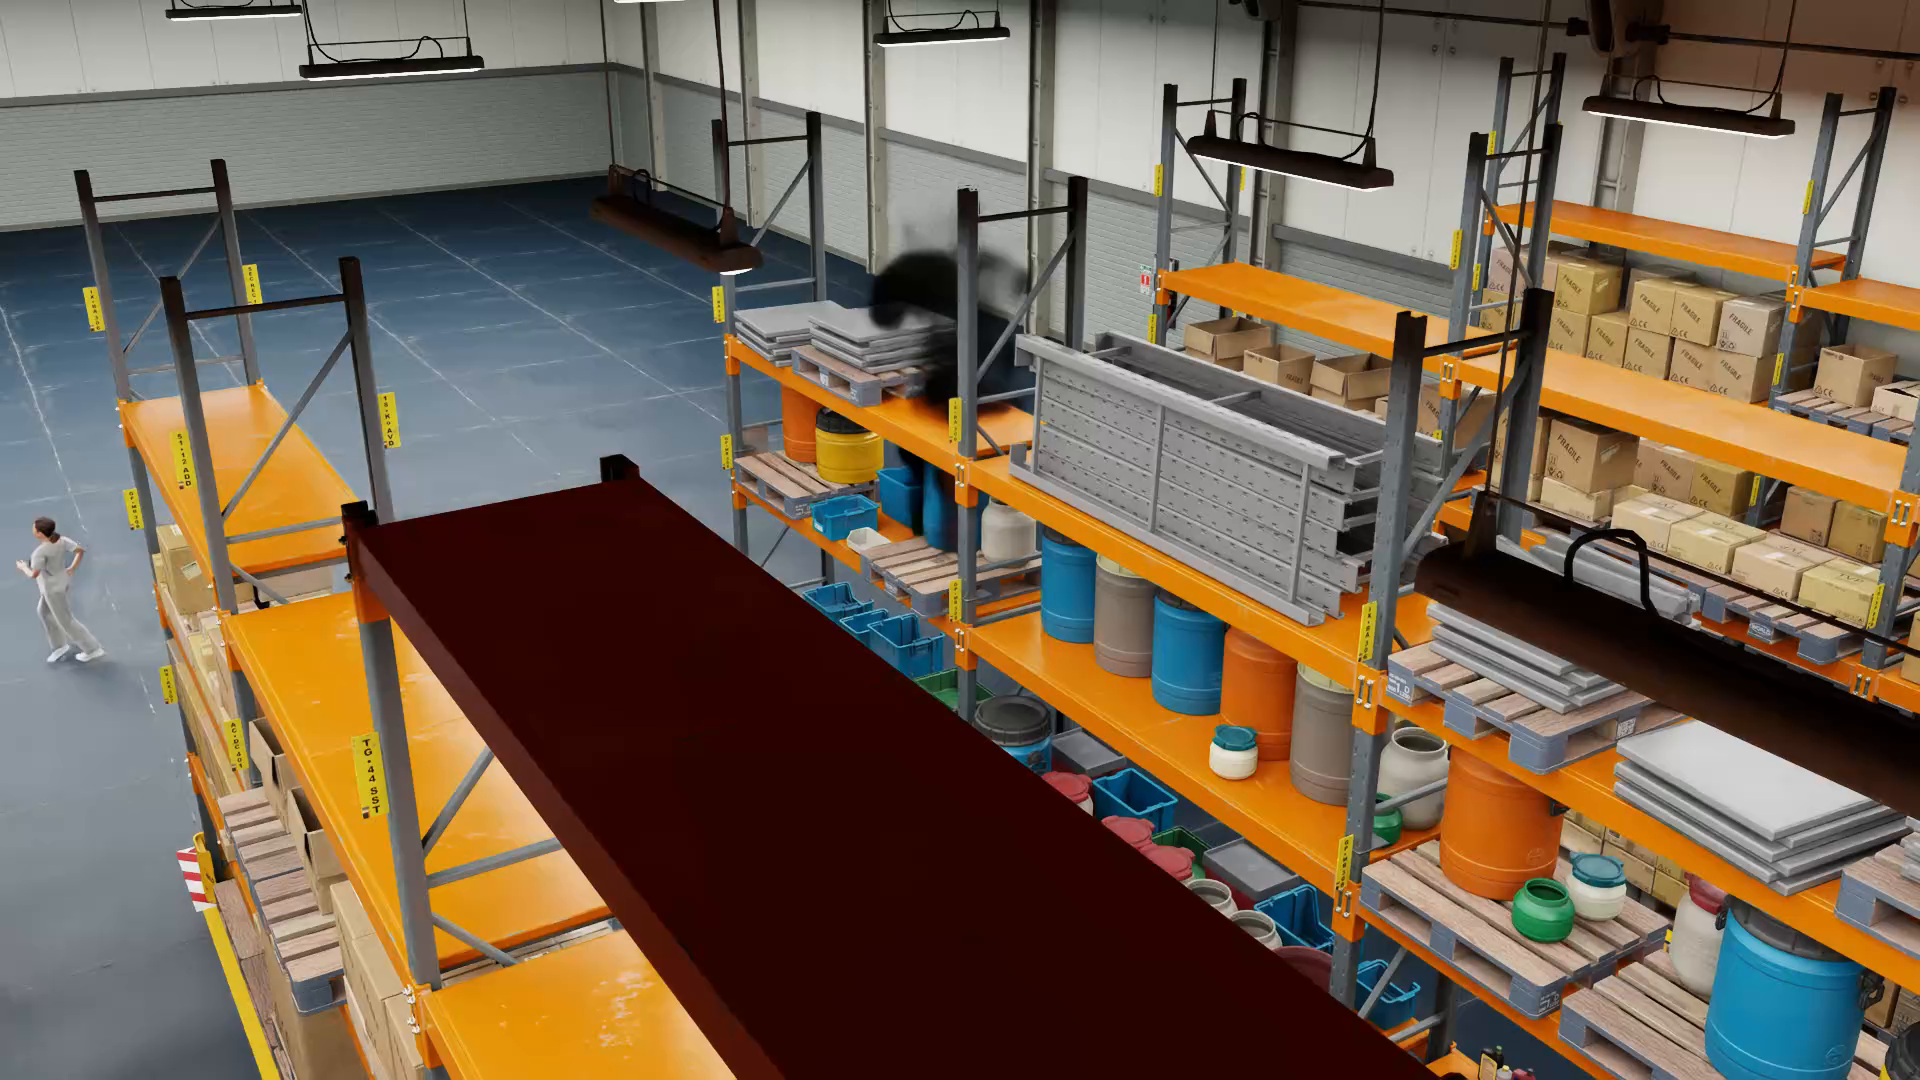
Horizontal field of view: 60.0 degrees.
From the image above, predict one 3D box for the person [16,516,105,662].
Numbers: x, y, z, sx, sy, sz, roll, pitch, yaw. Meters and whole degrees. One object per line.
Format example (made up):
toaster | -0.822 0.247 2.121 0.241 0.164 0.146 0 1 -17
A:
person | -9.631 0.554 17.767 0.753 1.722 0.538 -1 22 -2
